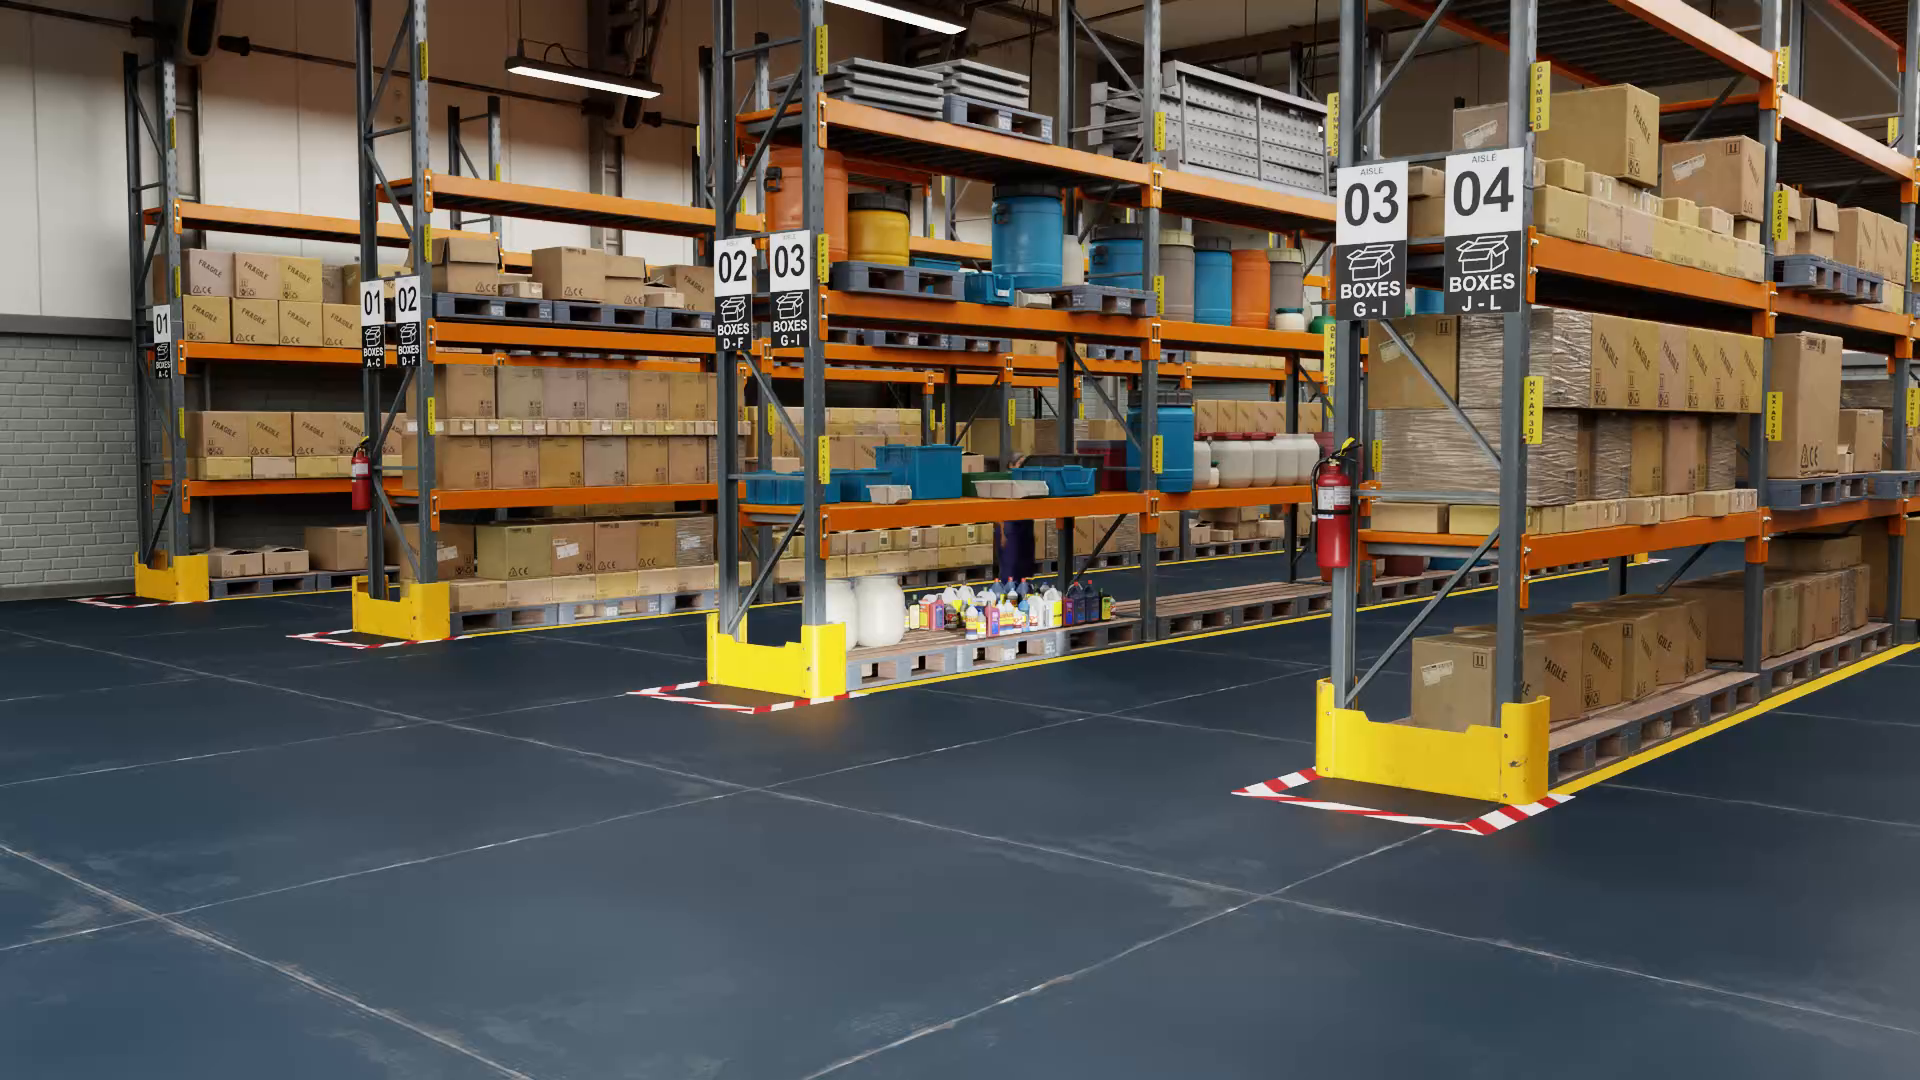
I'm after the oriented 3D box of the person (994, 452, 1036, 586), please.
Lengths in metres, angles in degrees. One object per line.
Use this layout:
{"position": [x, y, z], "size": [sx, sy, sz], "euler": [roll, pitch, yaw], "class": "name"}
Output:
{"position": [0.567, -0.051, 16.468], "size": [0.342, 1.646, 0.469], "euler": [3, 5, 42], "class": "person"}
